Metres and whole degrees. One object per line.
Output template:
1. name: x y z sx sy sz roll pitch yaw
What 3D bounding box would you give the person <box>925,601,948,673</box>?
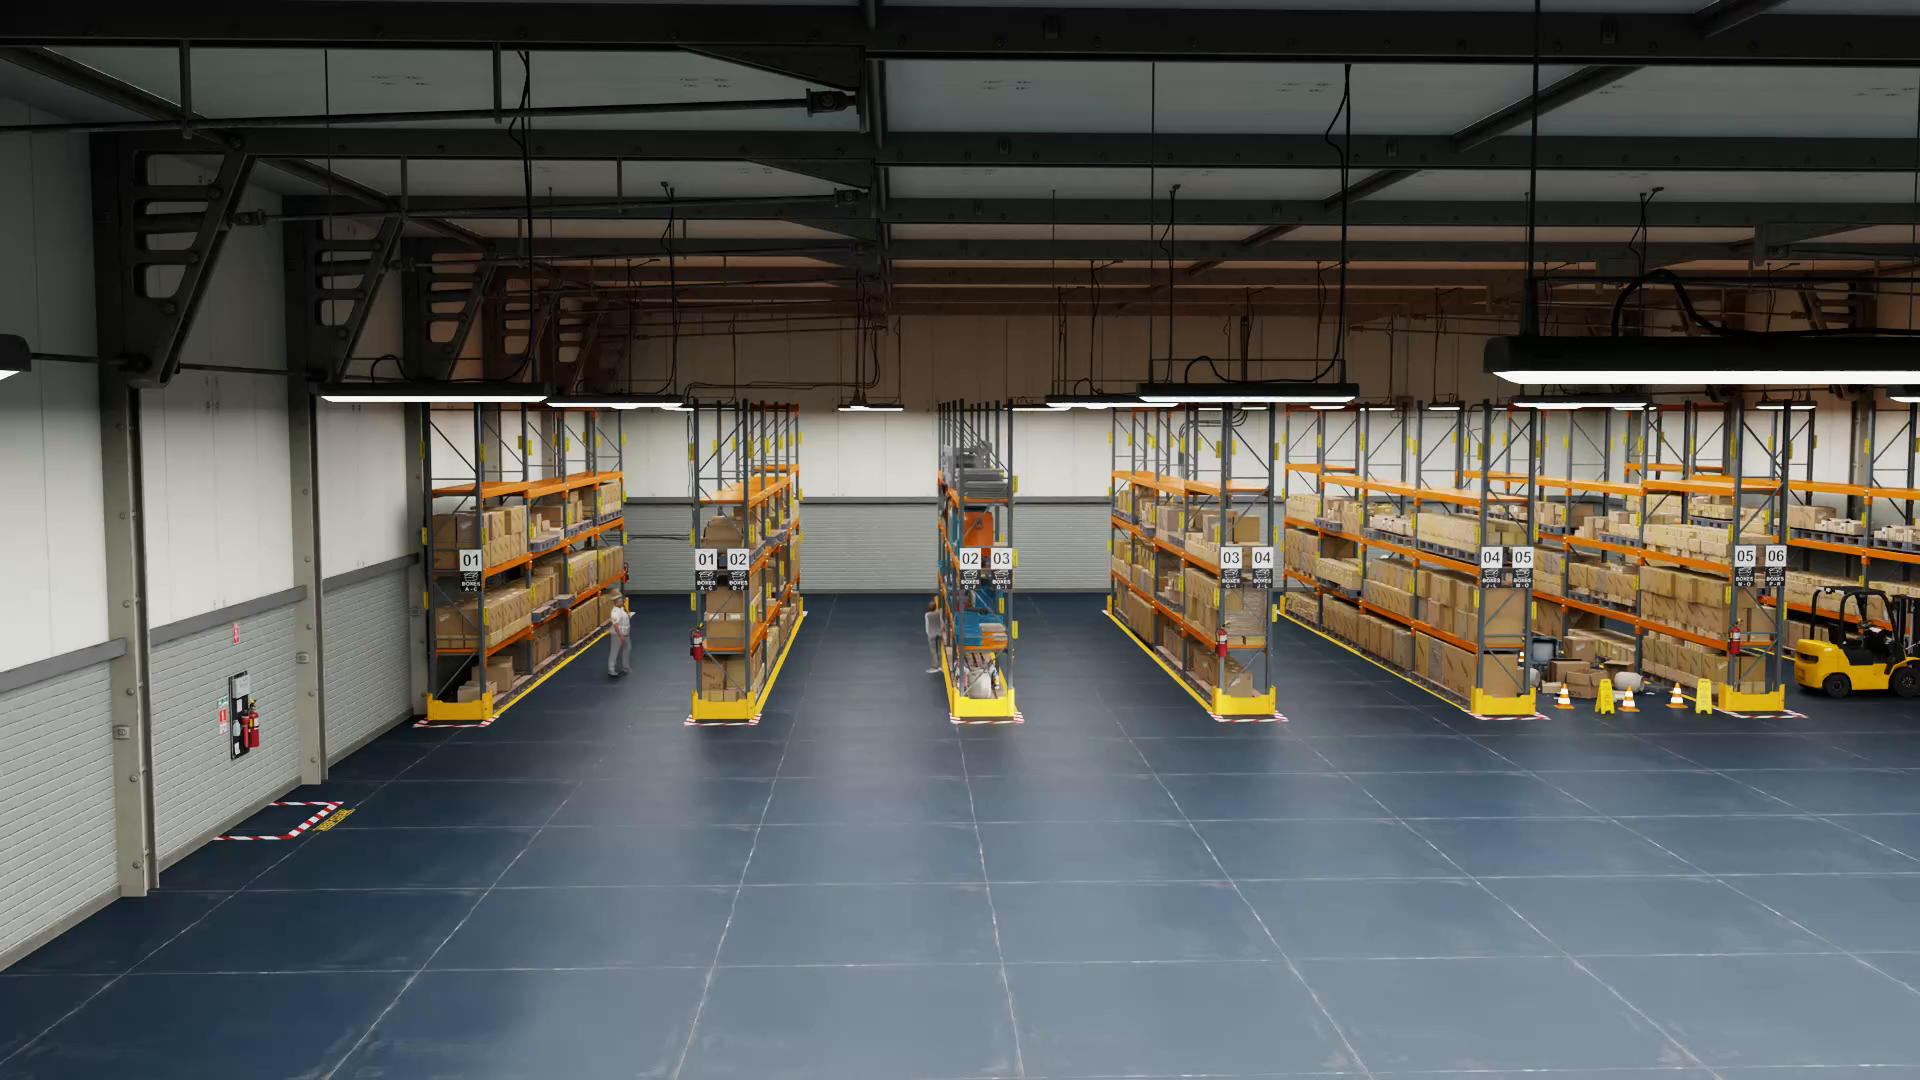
1. person: -0.521 2.117 36.530 0.610 1.590 0.378 -3 5 -34

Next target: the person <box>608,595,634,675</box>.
1. person: -7.450 2.101 36.602 0.507 1.825 0.708 1 5 16

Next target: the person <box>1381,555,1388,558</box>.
1. person: 11.846 1.306 46.638 0.457 1.770 0.603 0 4 5
